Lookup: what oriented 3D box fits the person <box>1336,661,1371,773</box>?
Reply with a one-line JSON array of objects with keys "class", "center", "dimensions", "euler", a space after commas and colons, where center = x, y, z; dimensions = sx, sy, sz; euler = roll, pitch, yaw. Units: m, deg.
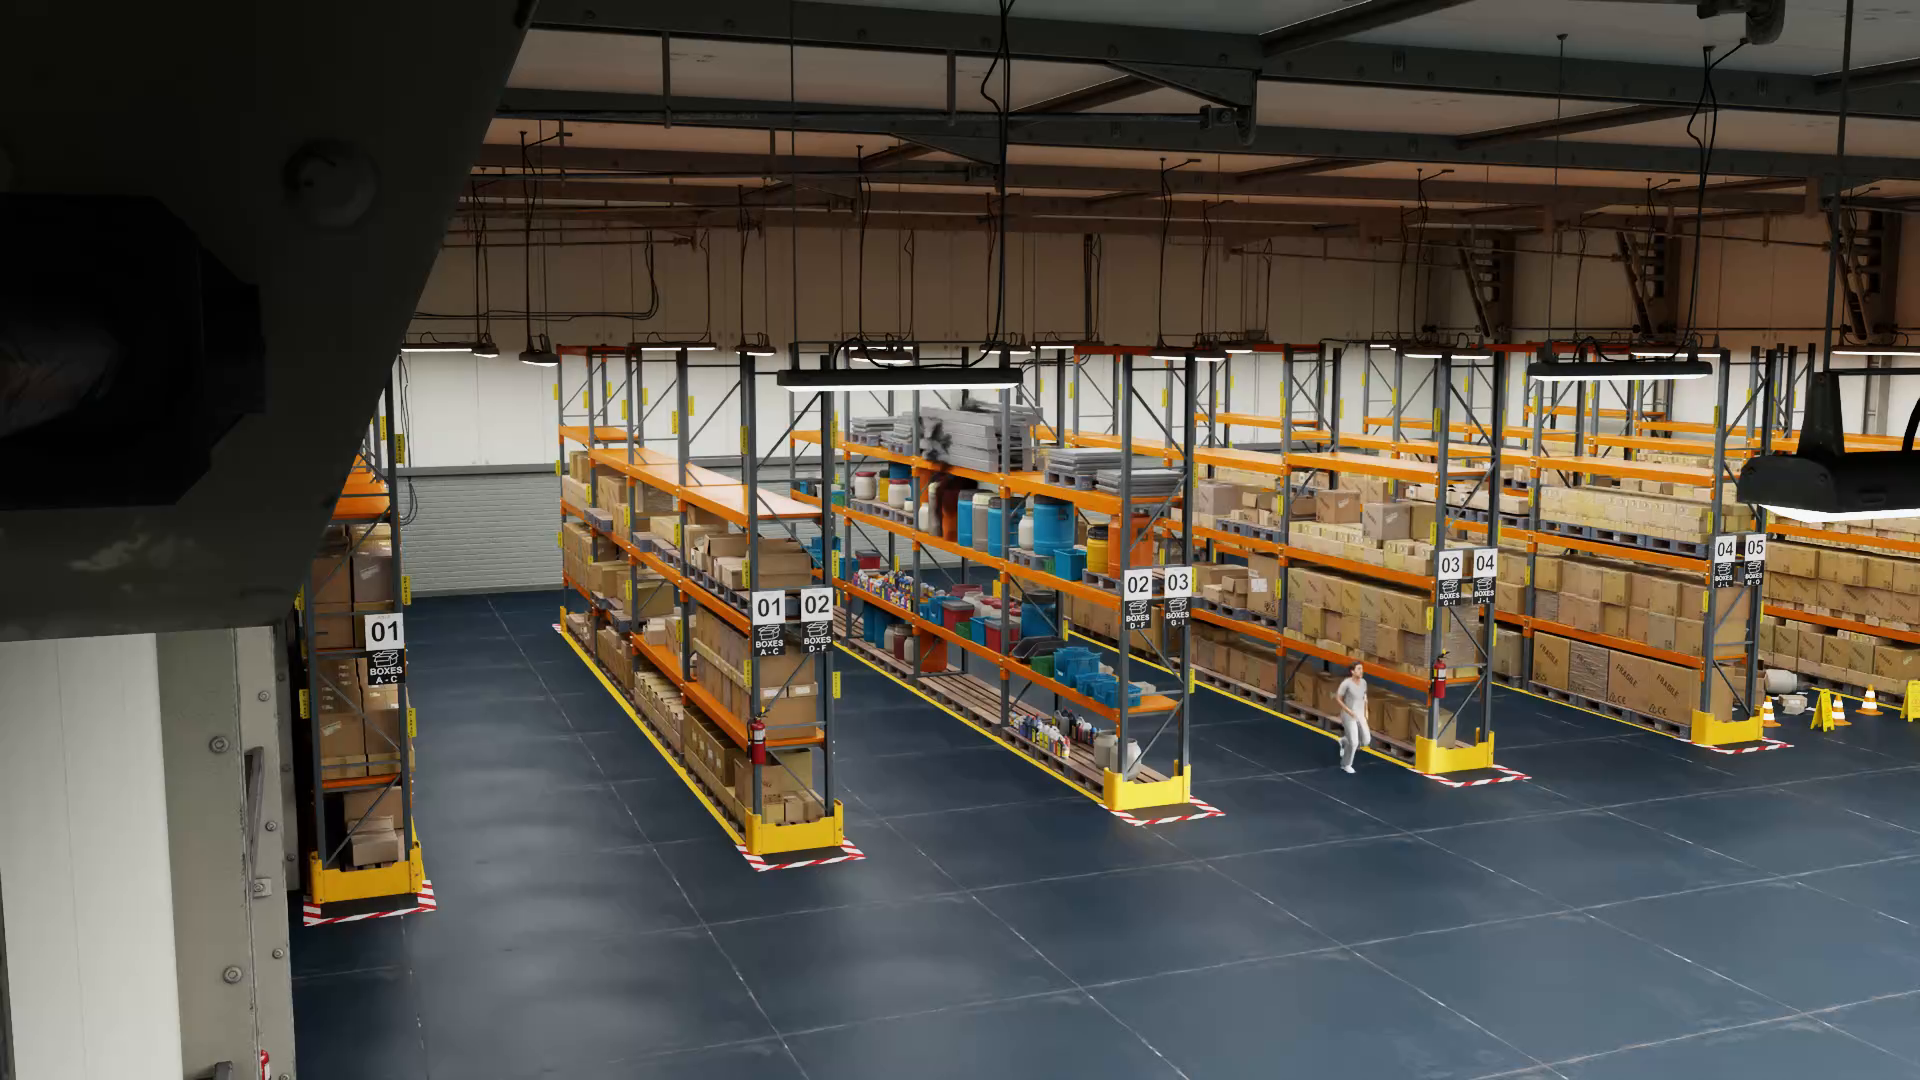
[{"class": "person", "center": [5.627, 2.516, 23.841], "dimensions": [0.589, 1.608, 0.560], "euler": [-4, 8, -26]}]

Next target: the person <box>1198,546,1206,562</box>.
[{"class": "person", "center": [6.172, 0.160, 41.956], "dimensions": [0.590, 1.674, 0.648], "euler": [-7, 10, -44]}]
